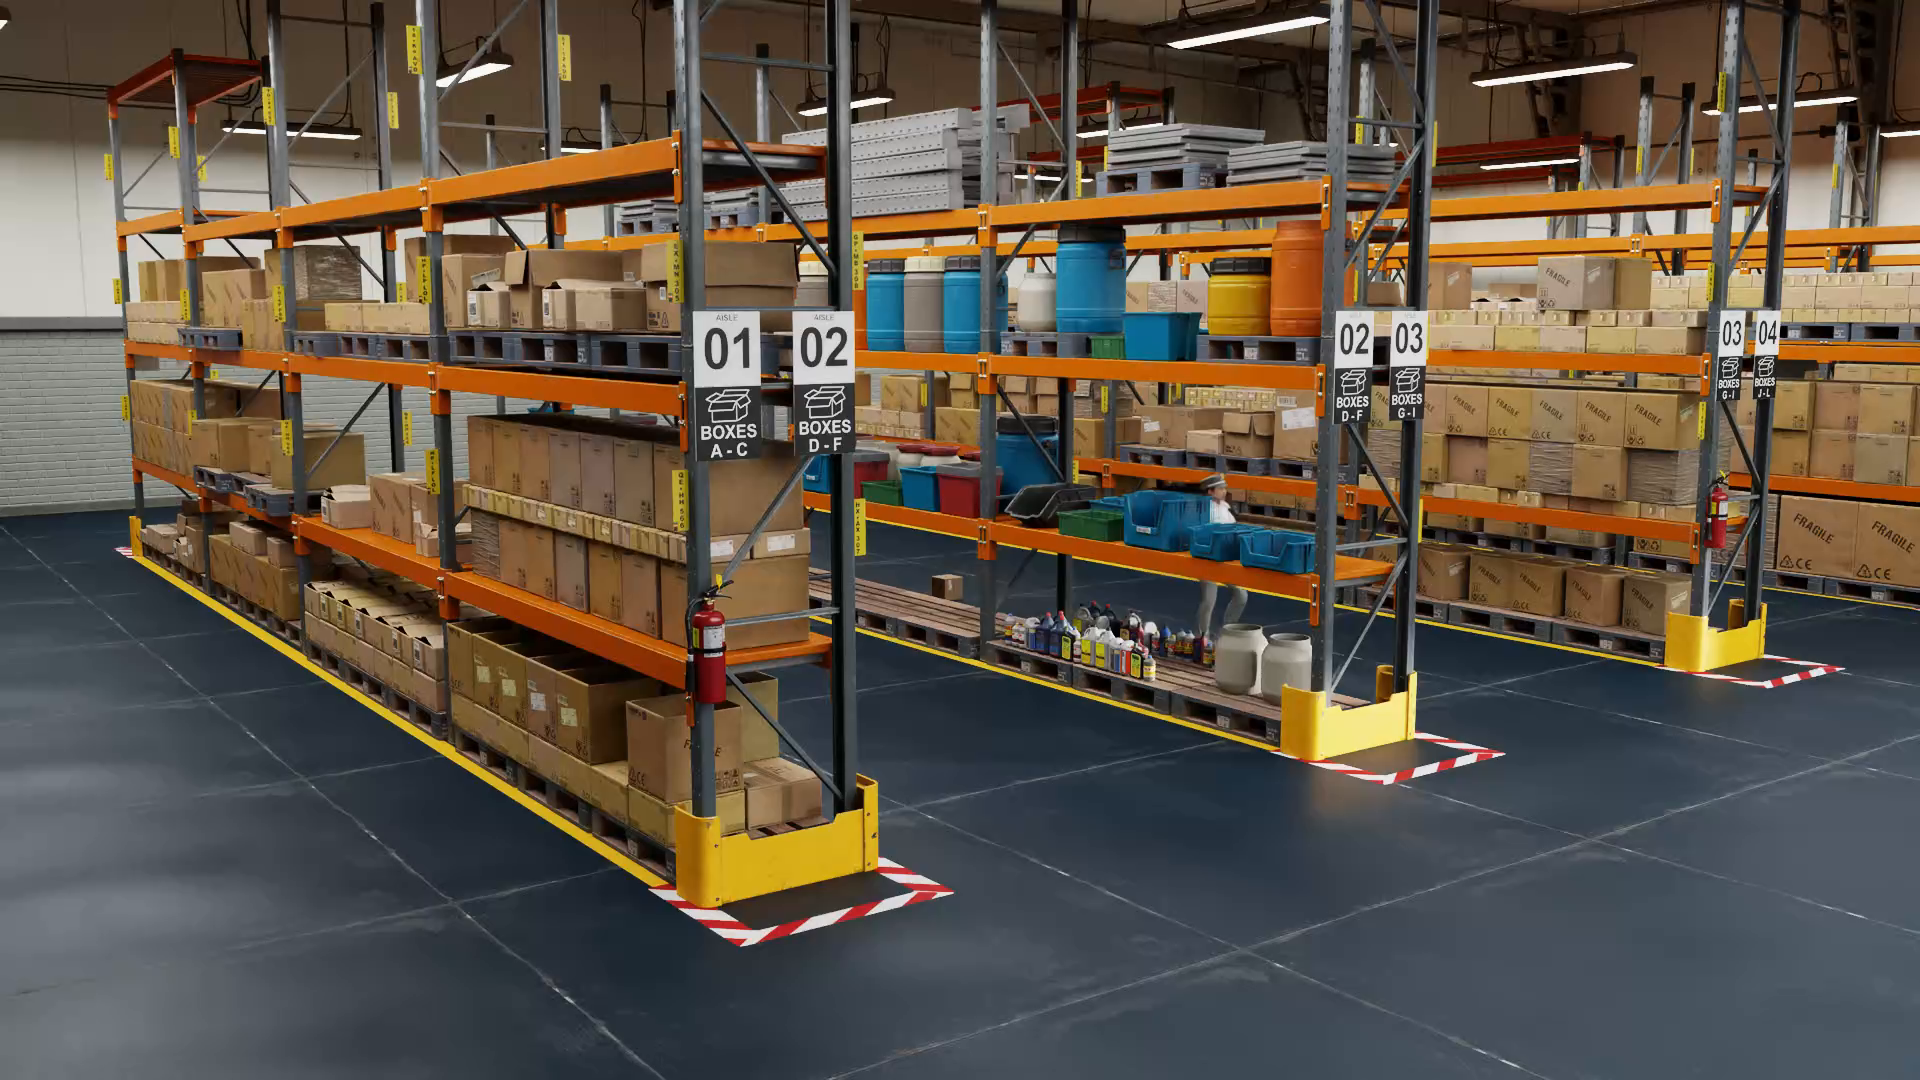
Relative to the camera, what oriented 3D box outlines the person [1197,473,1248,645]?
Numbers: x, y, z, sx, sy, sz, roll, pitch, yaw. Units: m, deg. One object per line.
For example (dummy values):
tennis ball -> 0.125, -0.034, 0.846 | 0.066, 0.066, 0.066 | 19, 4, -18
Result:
person -> 2.421, 0.230, 15.551 | 0.497, 1.731, 0.472 | -6, 10, -39
